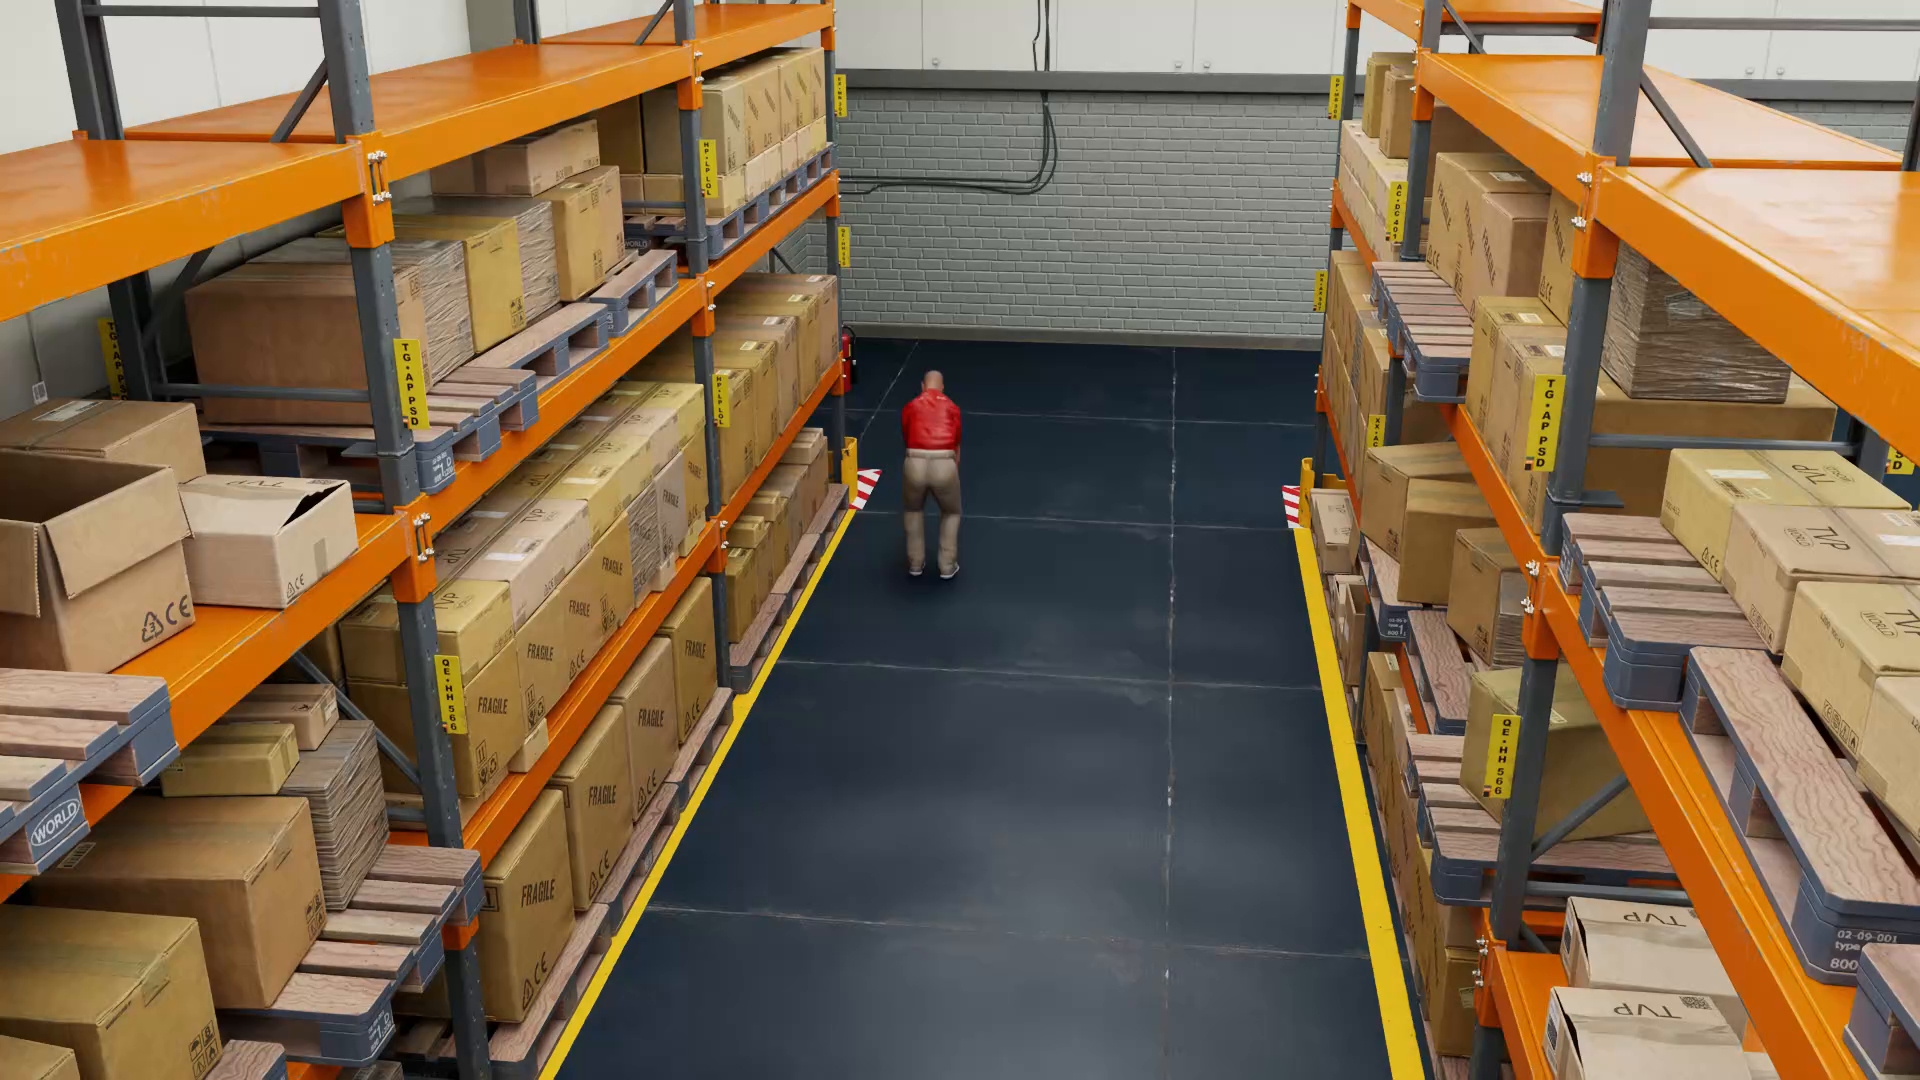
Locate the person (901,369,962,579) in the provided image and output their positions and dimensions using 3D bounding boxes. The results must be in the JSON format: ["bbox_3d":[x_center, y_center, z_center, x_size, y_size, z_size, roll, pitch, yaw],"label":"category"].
[{"bbox_3d":[-0.214,-0.505,12.746,0.488,1.502,0.742,2,21,5],"label":"person"}]
